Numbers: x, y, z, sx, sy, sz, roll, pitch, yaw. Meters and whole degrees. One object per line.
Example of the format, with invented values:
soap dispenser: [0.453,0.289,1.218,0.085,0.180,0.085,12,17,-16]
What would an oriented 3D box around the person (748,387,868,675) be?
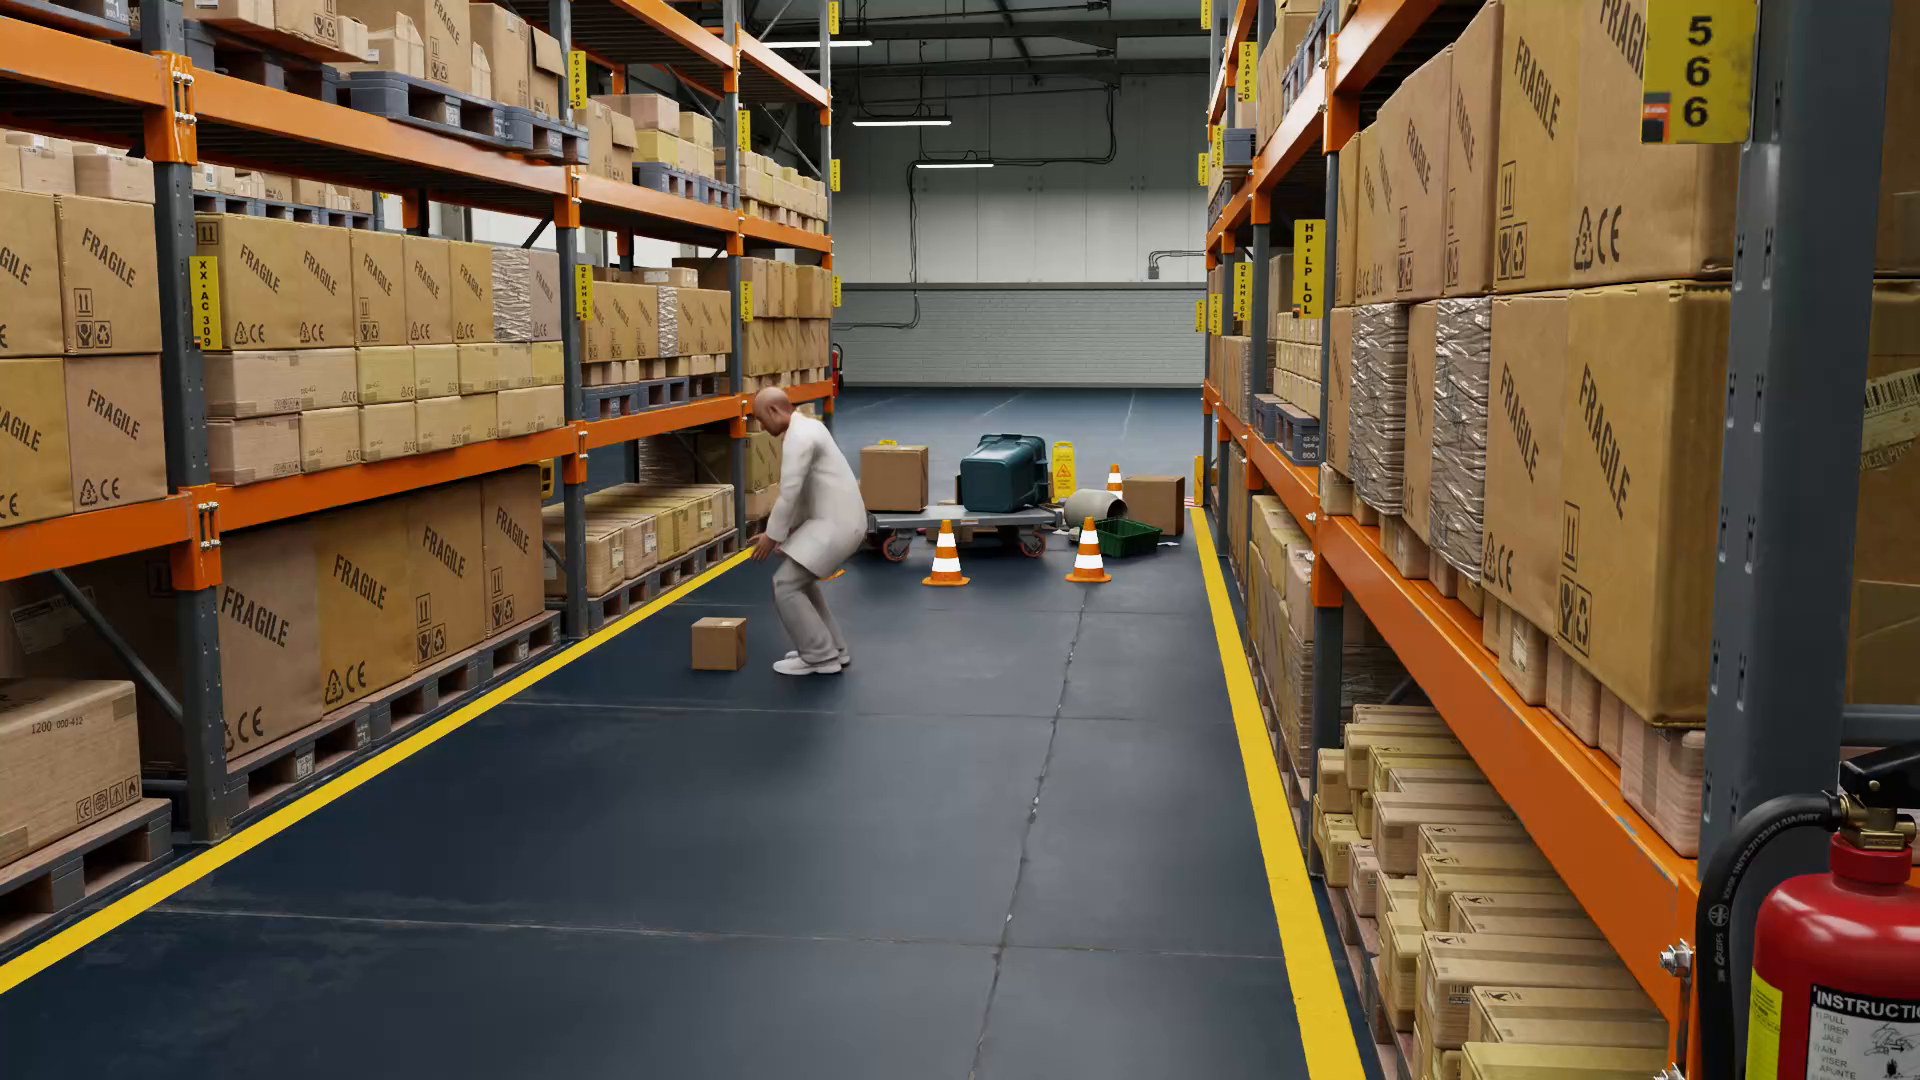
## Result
person: [-0.822,-0.054,9.110,0.612,1.564,0.624,1,7,7]
